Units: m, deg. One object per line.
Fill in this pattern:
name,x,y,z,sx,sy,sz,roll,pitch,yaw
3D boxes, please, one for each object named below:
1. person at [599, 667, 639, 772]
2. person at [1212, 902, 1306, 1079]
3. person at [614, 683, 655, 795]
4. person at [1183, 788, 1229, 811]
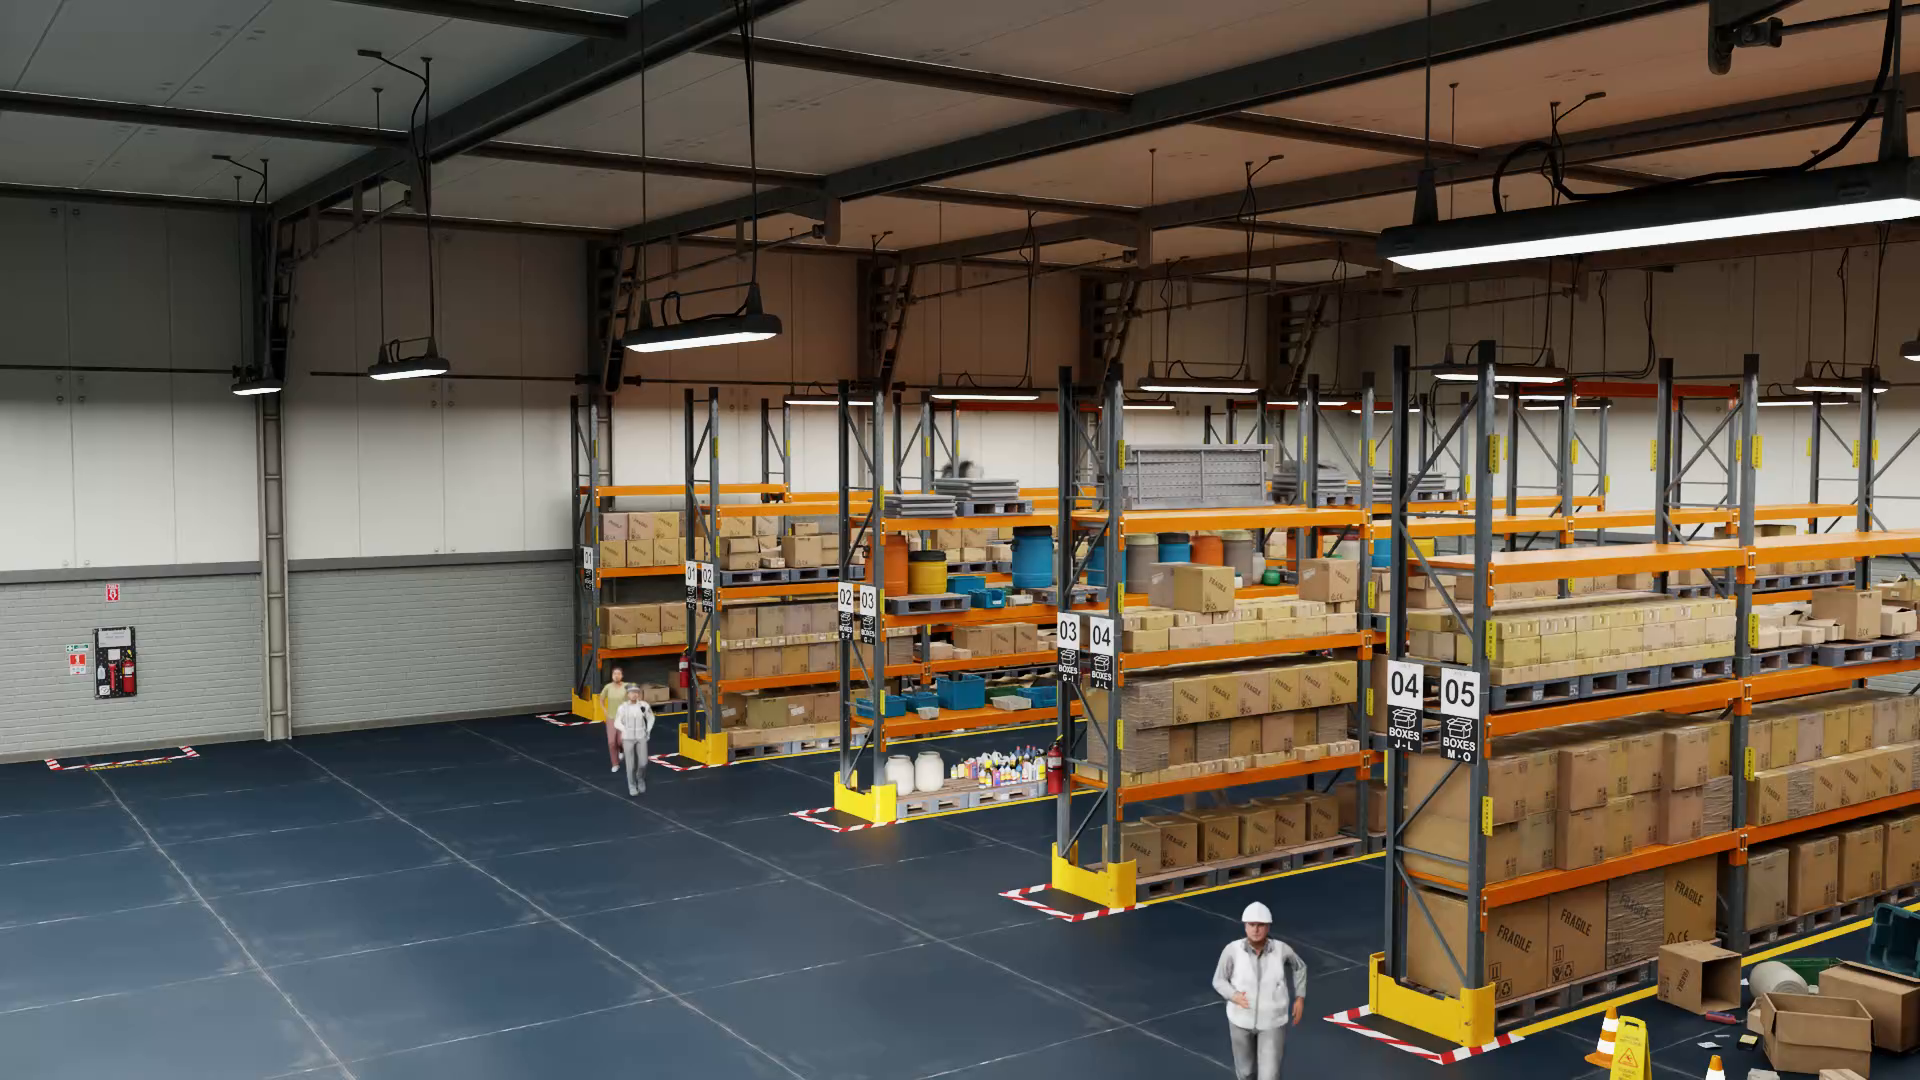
person,-5.357,2.795,26.125,0.622,1.636,0.597,0,3,-4
person,2.182,3.561,12.166,0.666,1.858,0.757,1,4,14
person,-4.691,2.883,24.027,0.585,1.654,0.565,-1,4,-14
person,3.273,2.975,22.168,0.802,1.801,0.638,-3,4,-40
